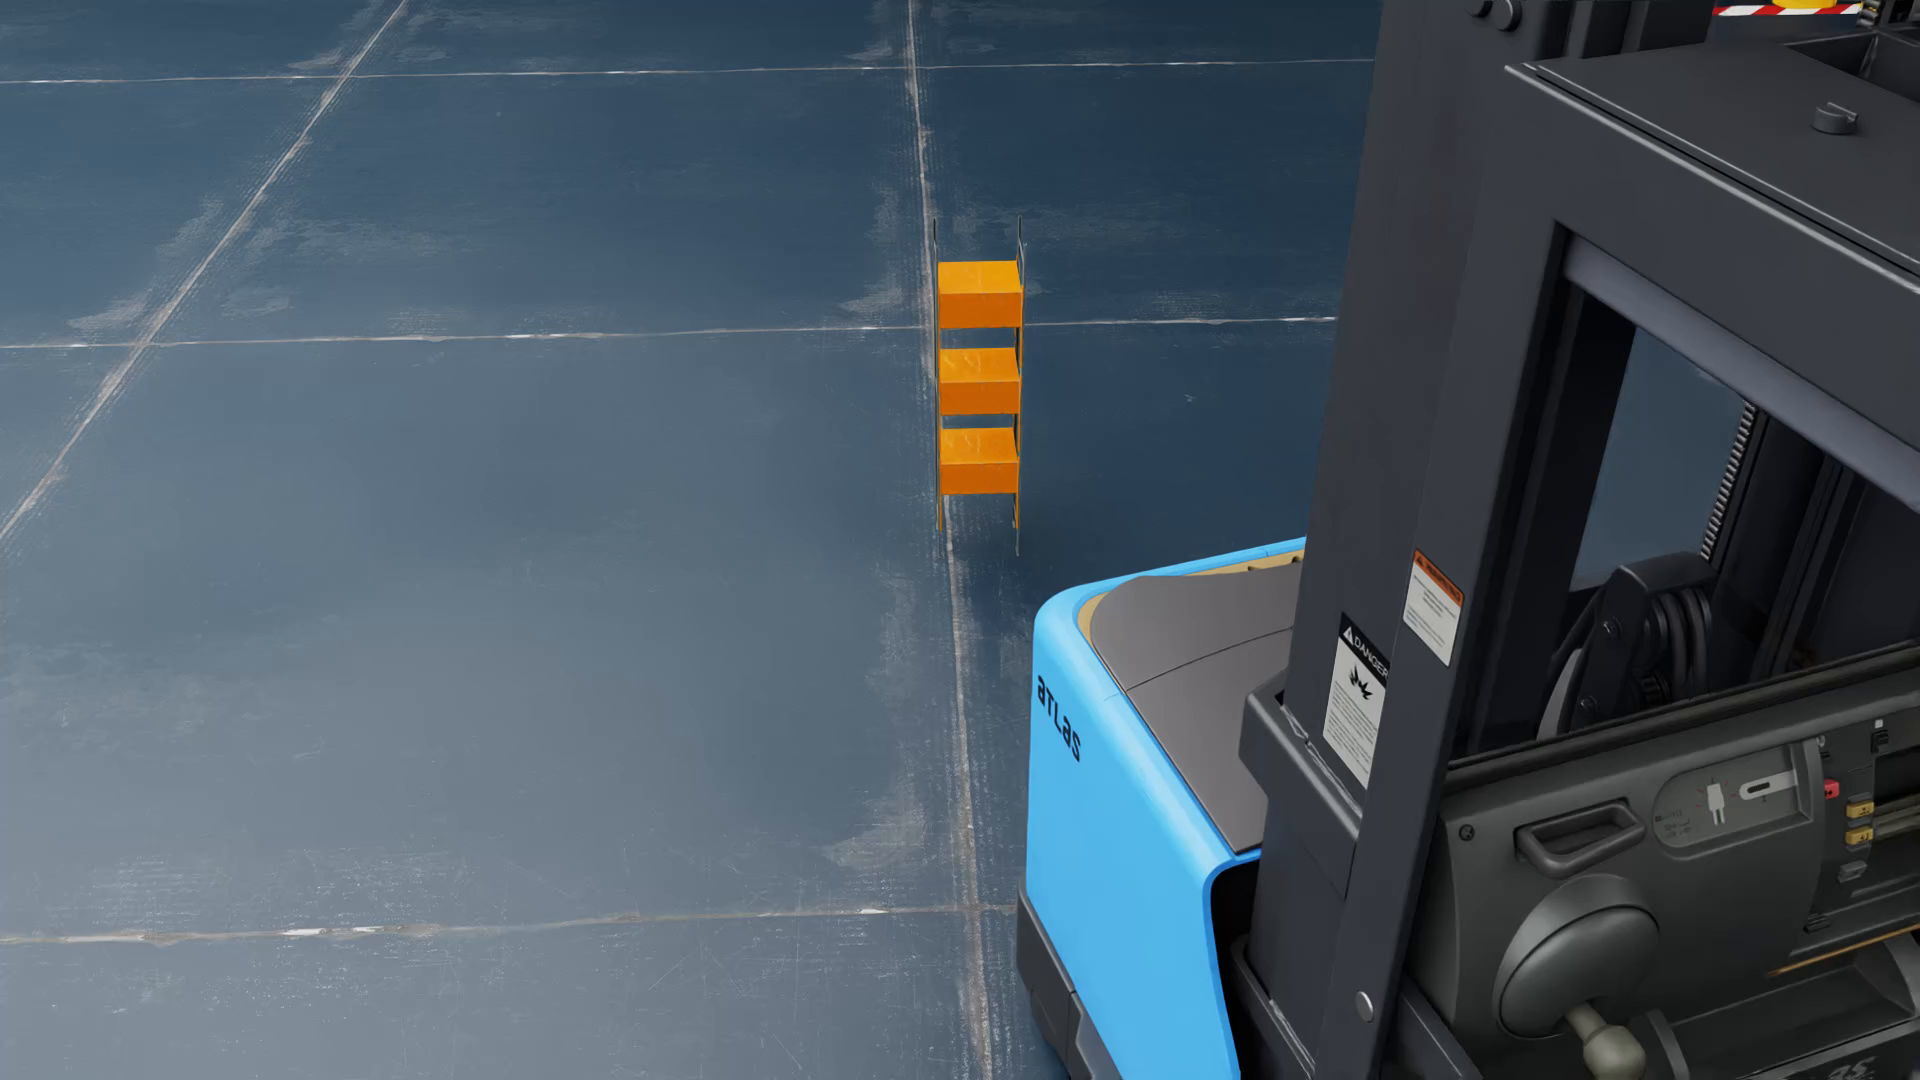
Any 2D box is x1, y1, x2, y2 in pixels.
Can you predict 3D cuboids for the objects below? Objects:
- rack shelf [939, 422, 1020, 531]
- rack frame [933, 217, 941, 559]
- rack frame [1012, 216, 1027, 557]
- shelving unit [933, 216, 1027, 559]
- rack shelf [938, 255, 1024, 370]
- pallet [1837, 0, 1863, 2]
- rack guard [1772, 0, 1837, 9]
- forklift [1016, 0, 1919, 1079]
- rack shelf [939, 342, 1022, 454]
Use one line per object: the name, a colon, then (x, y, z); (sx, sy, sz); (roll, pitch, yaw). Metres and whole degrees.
rack shelf: (0.053, -0.196, 5.118); (0.240, 0.259, 0.215); (-2, 35, -2)
rack frame: (-0.068, -0.430, 4.949); (0.008, 1.050, 0.200); (-2, 35, -2)
rack frame: (0.175, -0.436, 4.958); (0.008, 1.050, 0.200); (-2, 35, -2)
shelving unit: (0.053, -0.433, 4.953); (0.252, 1.050, 0.215); (-2, 35, -2)
rack shelf: (0.053, -0.658, 4.798); (0.240, 0.259, 0.215); (-2, 35, -2)
pallet: (5.750, -3.582, 10.240); (1.213, 0.211, 1.003); (-2, 35, -2)
rack guard: (4.964, -3.656, 10.093); (0.348, 0.500, 1.175); (-2, 35, -2)
forklift: (1.100, 0.478, 1.984); (1.130, 2.935, 3.031); (-11, 36, -16)
rack shelf: (0.053, -0.424, 4.959); (0.240, 0.259, 0.215); (-2, 35, -2)
